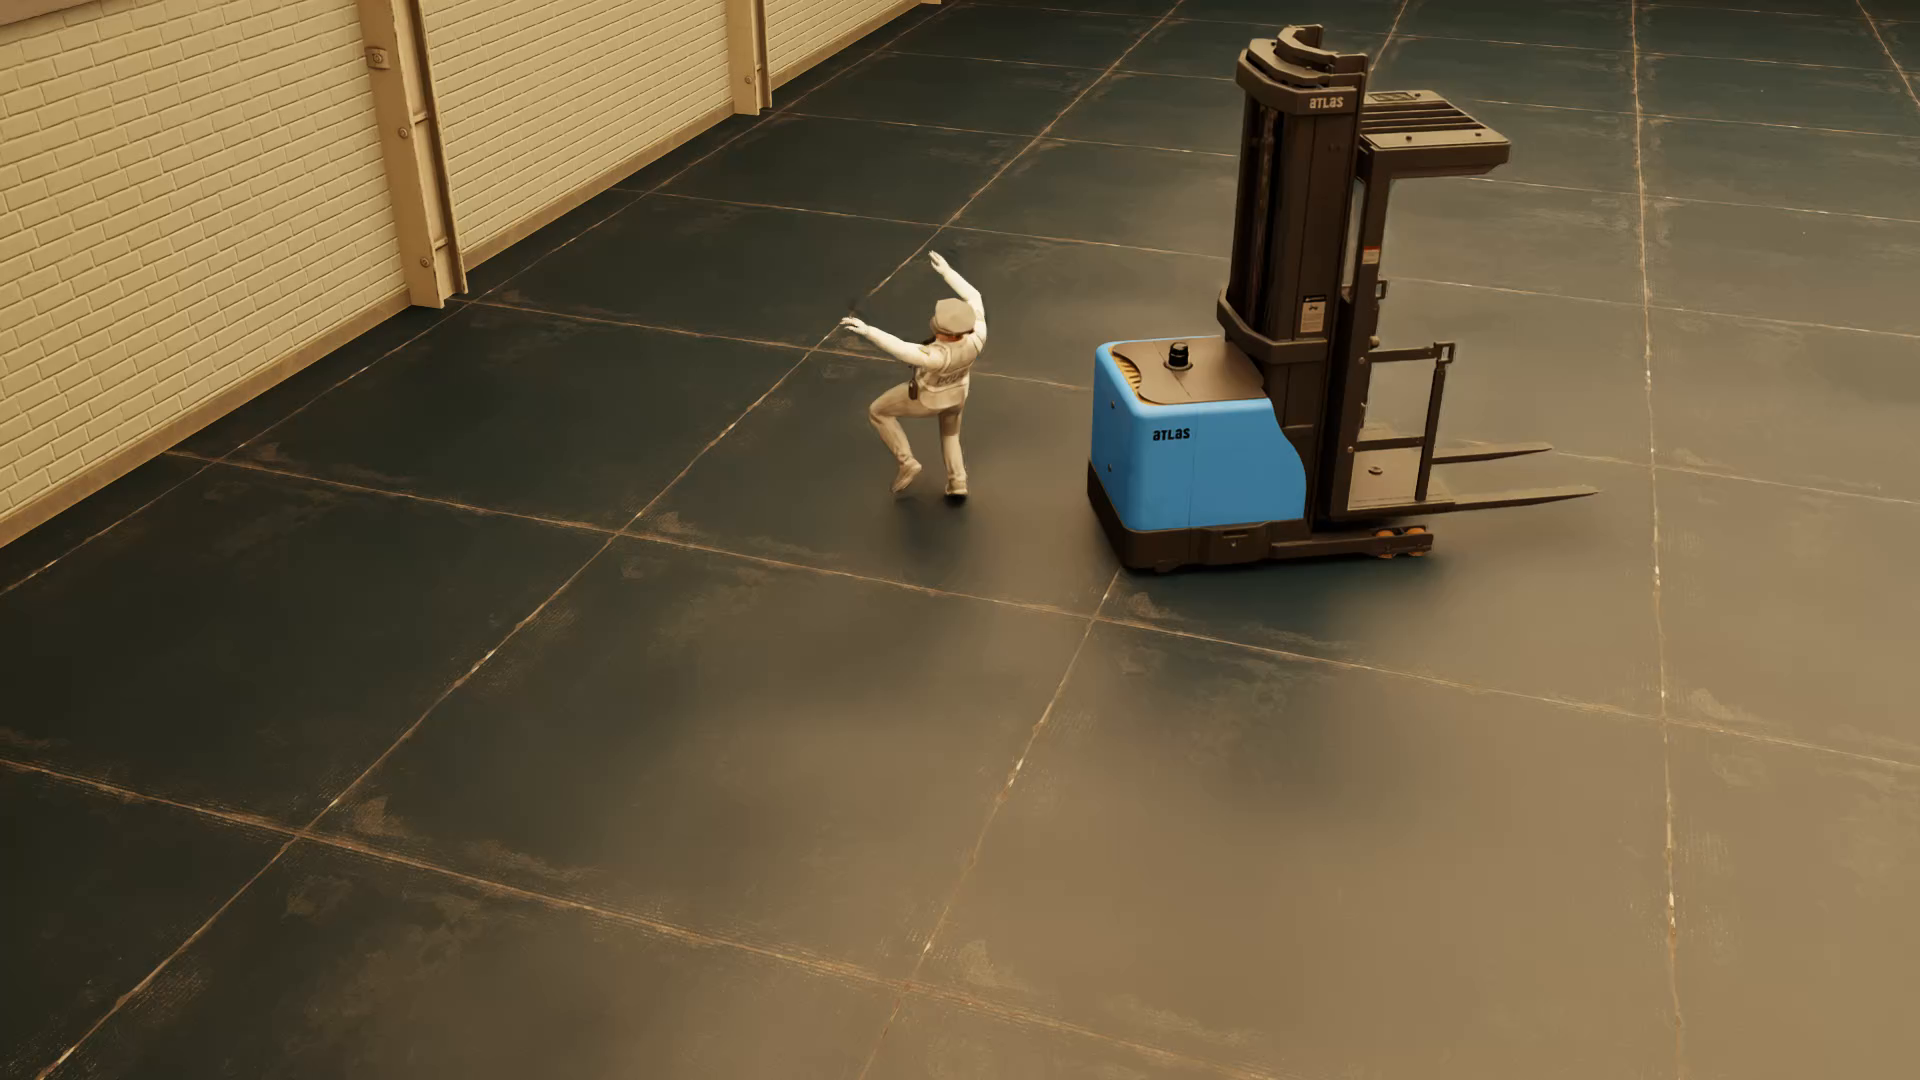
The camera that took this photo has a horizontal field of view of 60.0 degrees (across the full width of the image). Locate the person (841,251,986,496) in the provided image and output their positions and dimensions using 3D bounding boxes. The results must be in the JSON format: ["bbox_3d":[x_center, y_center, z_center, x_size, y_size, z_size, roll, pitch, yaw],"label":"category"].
[{"bbox_3d":[-0.305,-0.921,10.168,1.005,1.565,0.818,-16,33,-26],"label":"person"}]

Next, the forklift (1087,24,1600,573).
[{"bbox_3d":[2.364,-1.416,9.620,3.031,2.935,1.130,-5,30,-8],"label":"forklift"}]
